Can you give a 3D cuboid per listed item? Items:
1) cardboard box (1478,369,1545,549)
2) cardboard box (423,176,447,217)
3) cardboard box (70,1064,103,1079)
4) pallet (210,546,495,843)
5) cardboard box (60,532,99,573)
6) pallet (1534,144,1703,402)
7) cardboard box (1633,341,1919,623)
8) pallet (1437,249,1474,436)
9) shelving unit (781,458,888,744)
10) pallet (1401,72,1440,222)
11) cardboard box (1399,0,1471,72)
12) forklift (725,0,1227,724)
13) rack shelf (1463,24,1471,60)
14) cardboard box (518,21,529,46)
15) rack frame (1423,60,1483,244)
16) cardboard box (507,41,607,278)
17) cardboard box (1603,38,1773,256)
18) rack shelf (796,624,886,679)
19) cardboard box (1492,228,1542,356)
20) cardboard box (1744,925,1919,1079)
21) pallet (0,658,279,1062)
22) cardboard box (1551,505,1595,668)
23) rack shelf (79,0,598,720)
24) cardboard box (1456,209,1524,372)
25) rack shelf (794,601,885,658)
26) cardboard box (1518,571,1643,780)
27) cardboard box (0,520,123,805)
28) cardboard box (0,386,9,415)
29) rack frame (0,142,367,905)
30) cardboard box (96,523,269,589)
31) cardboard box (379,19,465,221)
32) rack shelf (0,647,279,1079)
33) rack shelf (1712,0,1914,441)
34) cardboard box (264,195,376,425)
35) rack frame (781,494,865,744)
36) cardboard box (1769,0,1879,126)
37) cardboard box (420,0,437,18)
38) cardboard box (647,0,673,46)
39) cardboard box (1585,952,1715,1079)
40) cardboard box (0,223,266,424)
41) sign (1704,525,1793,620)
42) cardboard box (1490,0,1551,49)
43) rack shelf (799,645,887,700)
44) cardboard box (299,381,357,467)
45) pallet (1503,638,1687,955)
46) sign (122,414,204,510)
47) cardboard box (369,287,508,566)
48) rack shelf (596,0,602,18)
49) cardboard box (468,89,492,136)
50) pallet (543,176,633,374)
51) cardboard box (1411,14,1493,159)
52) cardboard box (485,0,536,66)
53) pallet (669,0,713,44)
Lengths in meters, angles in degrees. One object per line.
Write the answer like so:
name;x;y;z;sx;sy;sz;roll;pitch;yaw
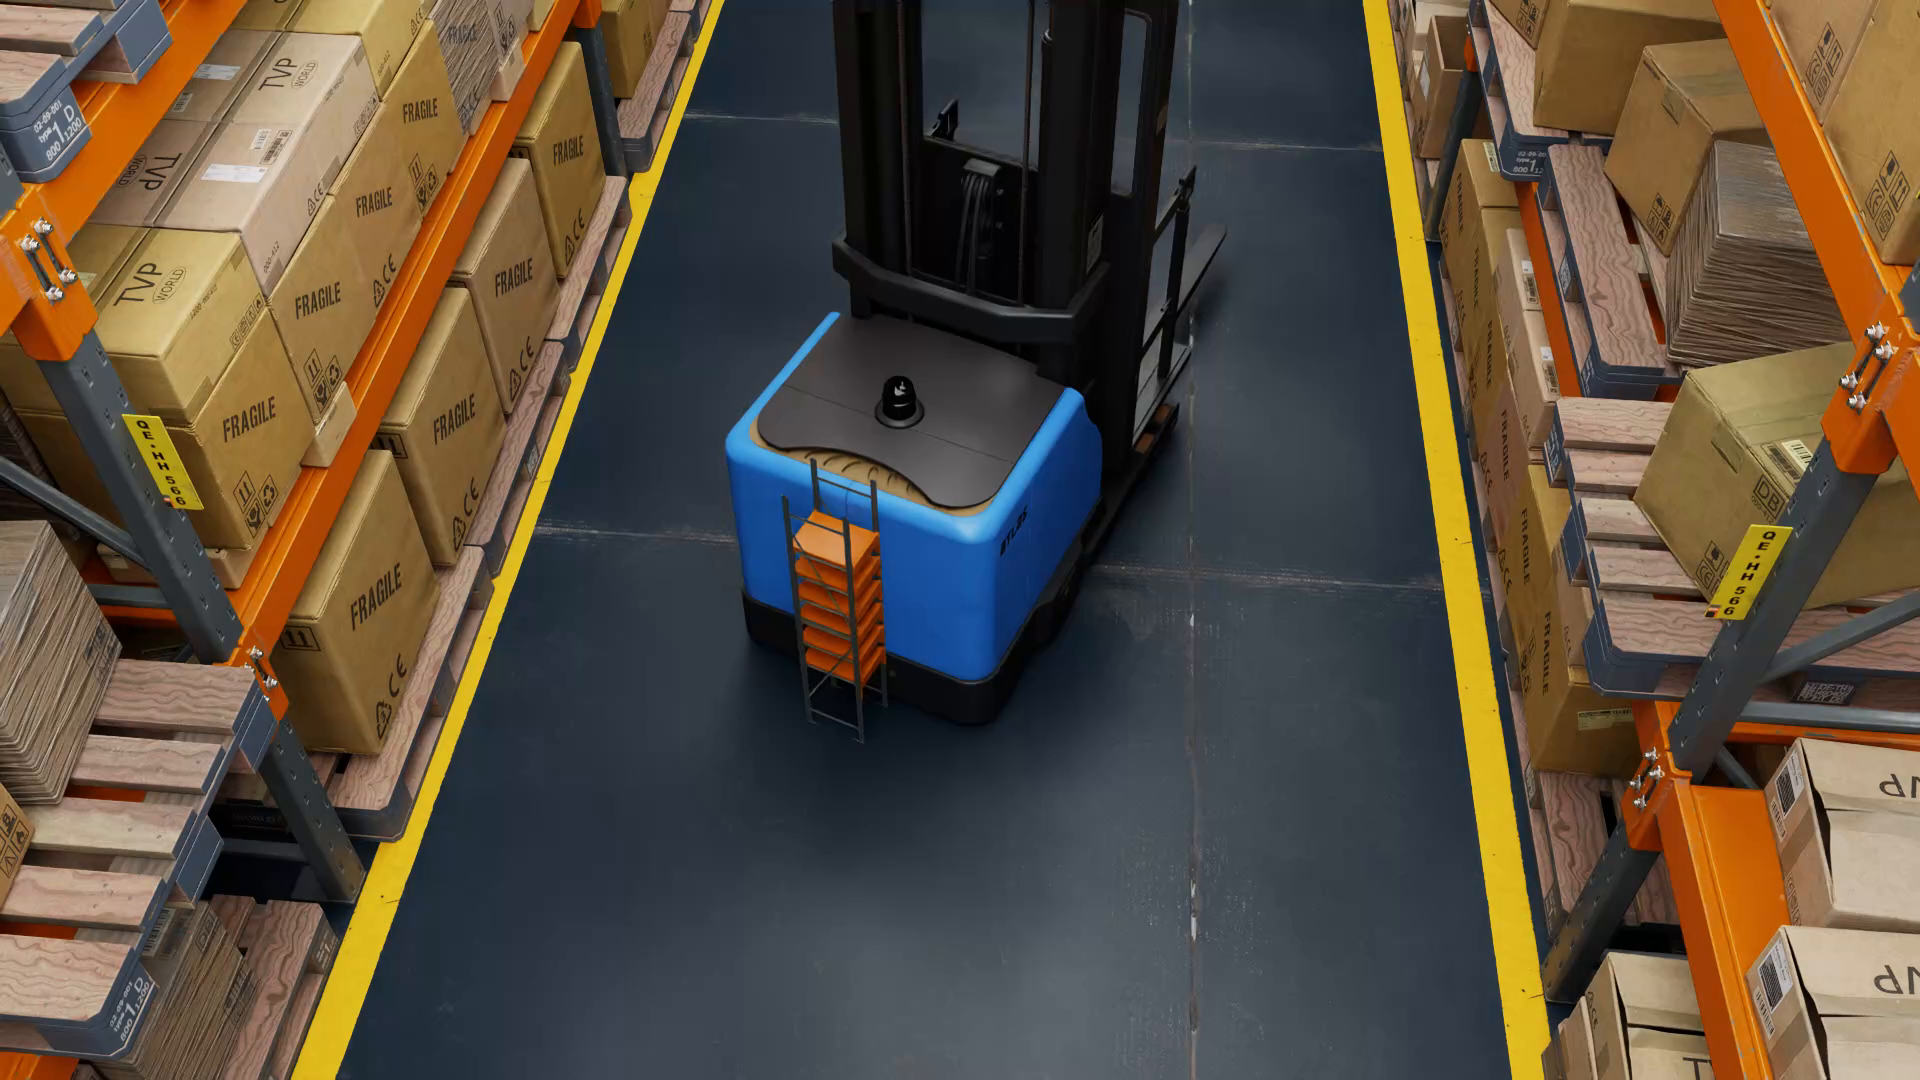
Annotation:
cardboard box;2.338;-0.301;6.388;0.500;0.500;0.500;2;48;2
cardboard box;-2.116;-1.326;6.087;0.380;0.149;0.250;5;48;5
cardboard box;-2.713;1.741;4.520;0.700;0.500;0.500;4;48;3
pallet;-2.389;0.510;6.141;1.003;0.211;1.213;4;48;4
cardboard box;-2.762;-0.036;4.906;0.380;0.149;0.250;5;48;4
pallet;2.570;-0.891;5.662;1.003;0.211;1.213;4;48;4
cardboard box;2.342;-0.173;4.523;0.700;0.500;0.500;-11;48;-10
pallet;2.725;-0.925;7.453;1.003;0.211;1.213;4;48;4
shelving unit;-0.416;0.240;5.718;0.258;1.200;0.189;20;51;17
pallet;2.825;-2.029;8.463;1.003;0.211;1.213;4;48;4
cardboard box;2.599;-2.696;8.707;0.500;0.311;0.500;4;48;4
forklift;0.284;-1.418;6.061;1.130;2.935;3.031;20;51;17
rack shelf;2.944;-3.693;8.582;1.077;0.370;4.000;4;48;4
cardboard box;-1.989;-2.077;6.773;0.380;0.149;0.250;5;48;5
rack frame;2.762;-2.466;6.973;1.000;3.000;0.127;4;48;4
cardboard box;-2.102;-1.726;7.468;0.750;0.750;0.750;4;48;4
cardboard box;2.662;-1.339;5.590;0.700;0.500;0.500;-7;48;-6
rack shelf;-0.416;0.351;5.839;0.258;0.103;0.180;20;51;17
cardboard box;2.384;-0.950;6.474;0.500;0.250;0.500;4;48;4
cardboard box;2.123;1.148;3.728;0.500;0.311;0.500;3;48;3
pallet;-2.495;0.738;4.172;1.213;0.211;1.003;4;48;4
cardboard box;2.250;0.171;5.449;0.500;0.250;0.500;6;48;5
rack shelf;-2.354;-1.084;6.196;1.077;0.370;4.000;4;48;4
cardboard box;2.437;-1.039;7.063;0.500;0.500;0.500;4;48;4
rack shelf;-0.416;0.270;5.750;0.258;0.103;0.180;20;51;17
cardboard box;2.249;0.465;5.687;0.500;0.500;0.500;6;48;5
cardboard box;-2.569;0.307;4.071;0.700;0.500;0.500;-1;48;-1
cardboard box;-2.753;-0.602;4.477;0.500;0.250;0.500;5;48;5
rack frame;-2.536;0.143;4.587;1.000;3.000;0.127;4;48;4
cardboard box;-2.276;-0.005;4.879;0.380;0.149;0.250;3;48;3
cardboard box;-2.094;-1.470;5.779;0.500;0.500;0.500;5;48;5
rack shelf;-2.719;1.855;3.508;1.077;0.370;4.000;4;48;4
rack shelf;2.579;-1.766;4.787;1.077;0.370;4.000;4;48;4
cardboard box;-2.180;-0.722;5.095;0.500;0.500;0.500;5;48;5
rack frame;-0.456;0.300;5.662;0.240;1.200;0.006;20;51;17
cardboard box;2.450;-1.270;3.779;0.910;0.500;0.500;4;48;4
cardboard box;-2.062;-2.080;5.829;0.500;0.250;0.500;5;48;4
cardboard box;-1.952;-3.006;8.876;0.700;0.500;0.500;3;48;3
cardboard box;2.057;1.435;4.603;0.500;0.311;0.500;5;48;5
cardboard box;-2.235;-0.589;4.464;0.500;0.250;0.500;5;48;4
sign;1.856;0.080;3.913;0.100;0.325;0.005;4;48;4
cardboard box;2.496;-2.308;6.476;0.700;0.500;0.500;-11;48;-10
rack shelf;-0.416;0.432;5.927;0.258;0.103;0.180;20;51;17
cardboard box;-2.135;-0.380;5.221;0.380;0.149;0.250;5;48;5
pallet;2.503;0.868;5.813;1.003;0.211;1.213;4;48;4
sign;-1.995;-0.192;4.161;0.100;0.325;0.005;4;48;4
cardboard box;-2.252;-0.448;6.299;0.750;0.750;0.750;4;48;3
rack shelf;-1.989;-4.023;8.885;1.077;0.370;4.000;4;48;4
cardboard box;-2.043;-1.703;6.432;0.380;0.149;0.250;4;48;4
pallet;-2.167;-1.283;7.781;1.003;0.211;1.213;4;48;4
cardboard box;2.531;-2.209;8.133;0.500;0.500;0.500;4;48;4
cardboard box;-1.999;-2.206;6.452;0.500;0.500;0.500;4;48;4
pallet;-1.916;-3.308;9.632;1.003;0.211;1.213;4;48;4
